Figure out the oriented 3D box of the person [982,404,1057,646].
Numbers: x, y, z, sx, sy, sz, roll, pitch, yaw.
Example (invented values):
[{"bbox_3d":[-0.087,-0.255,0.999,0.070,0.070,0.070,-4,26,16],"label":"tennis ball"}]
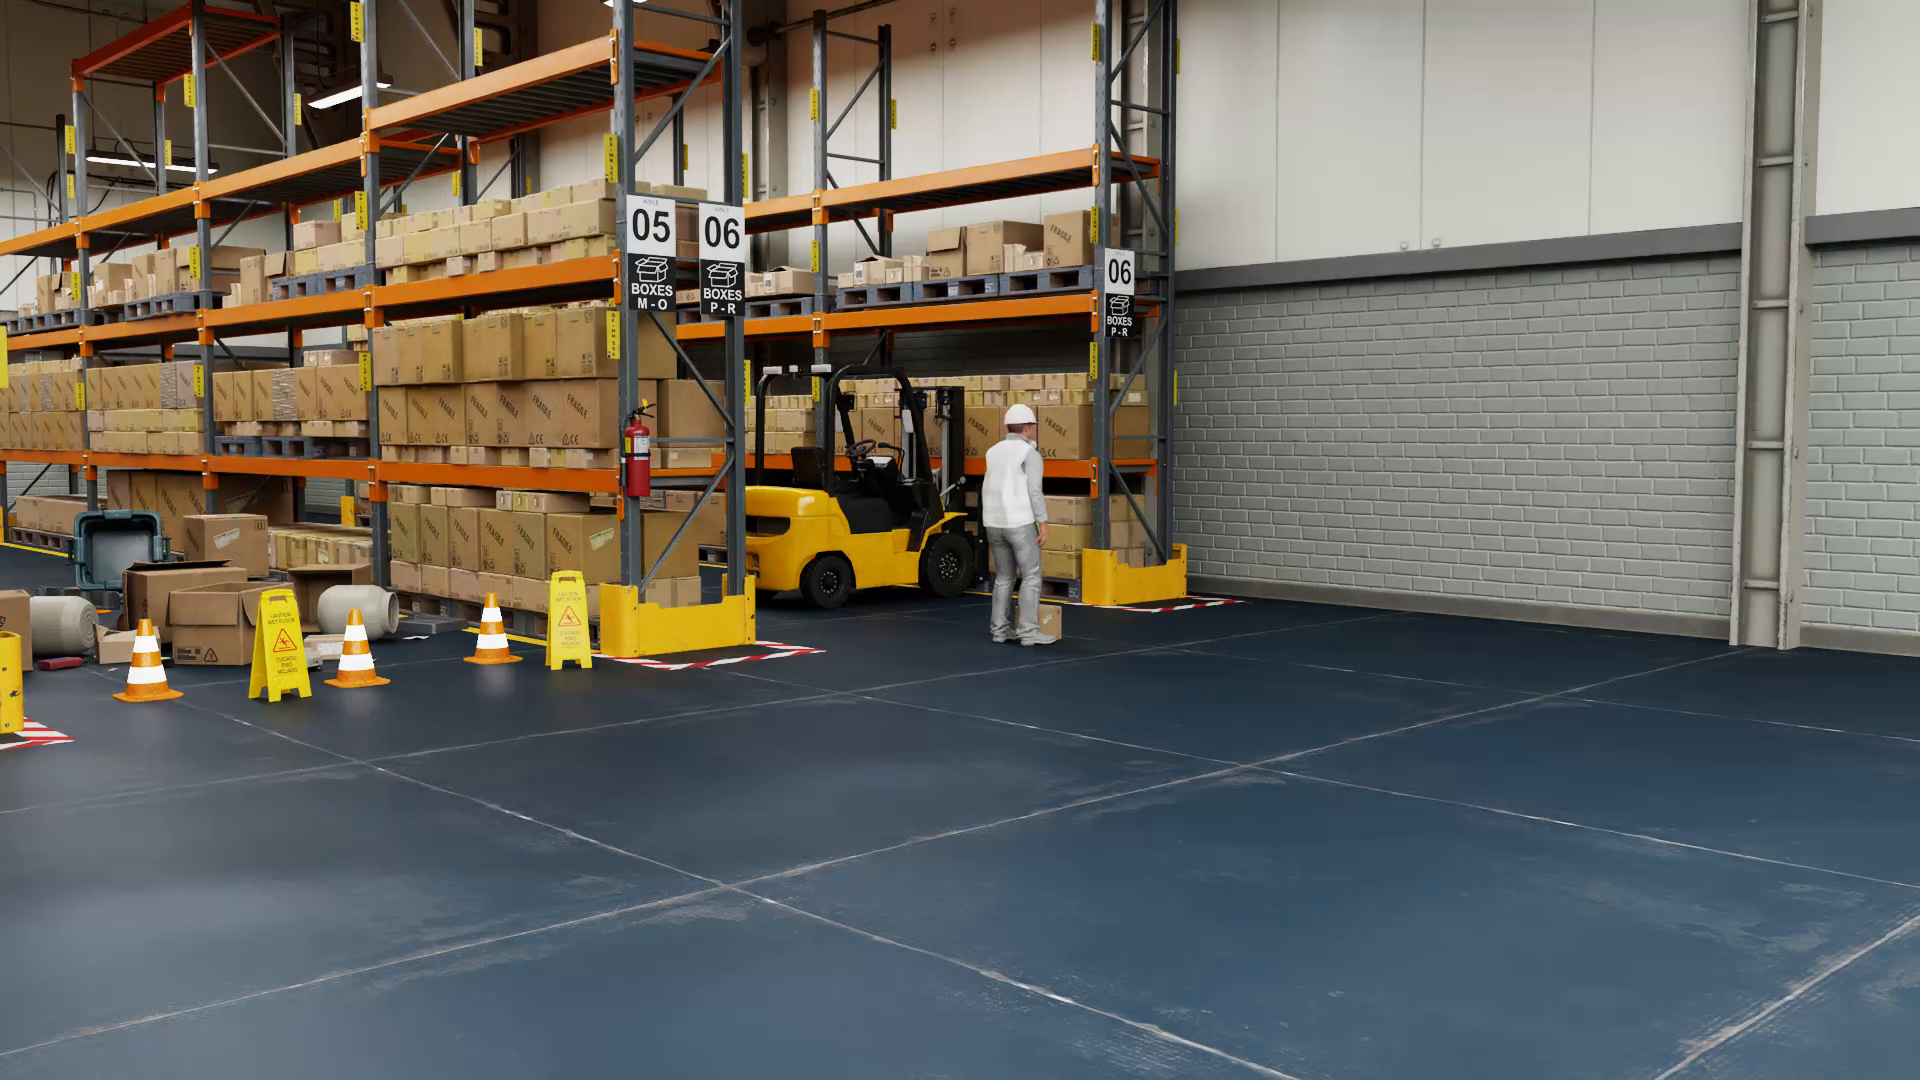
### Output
[{"bbox_3d":[0.415,-0.120,12.348,0.466,1.771,0.583,-4,5,-44],"label":"person"}]
